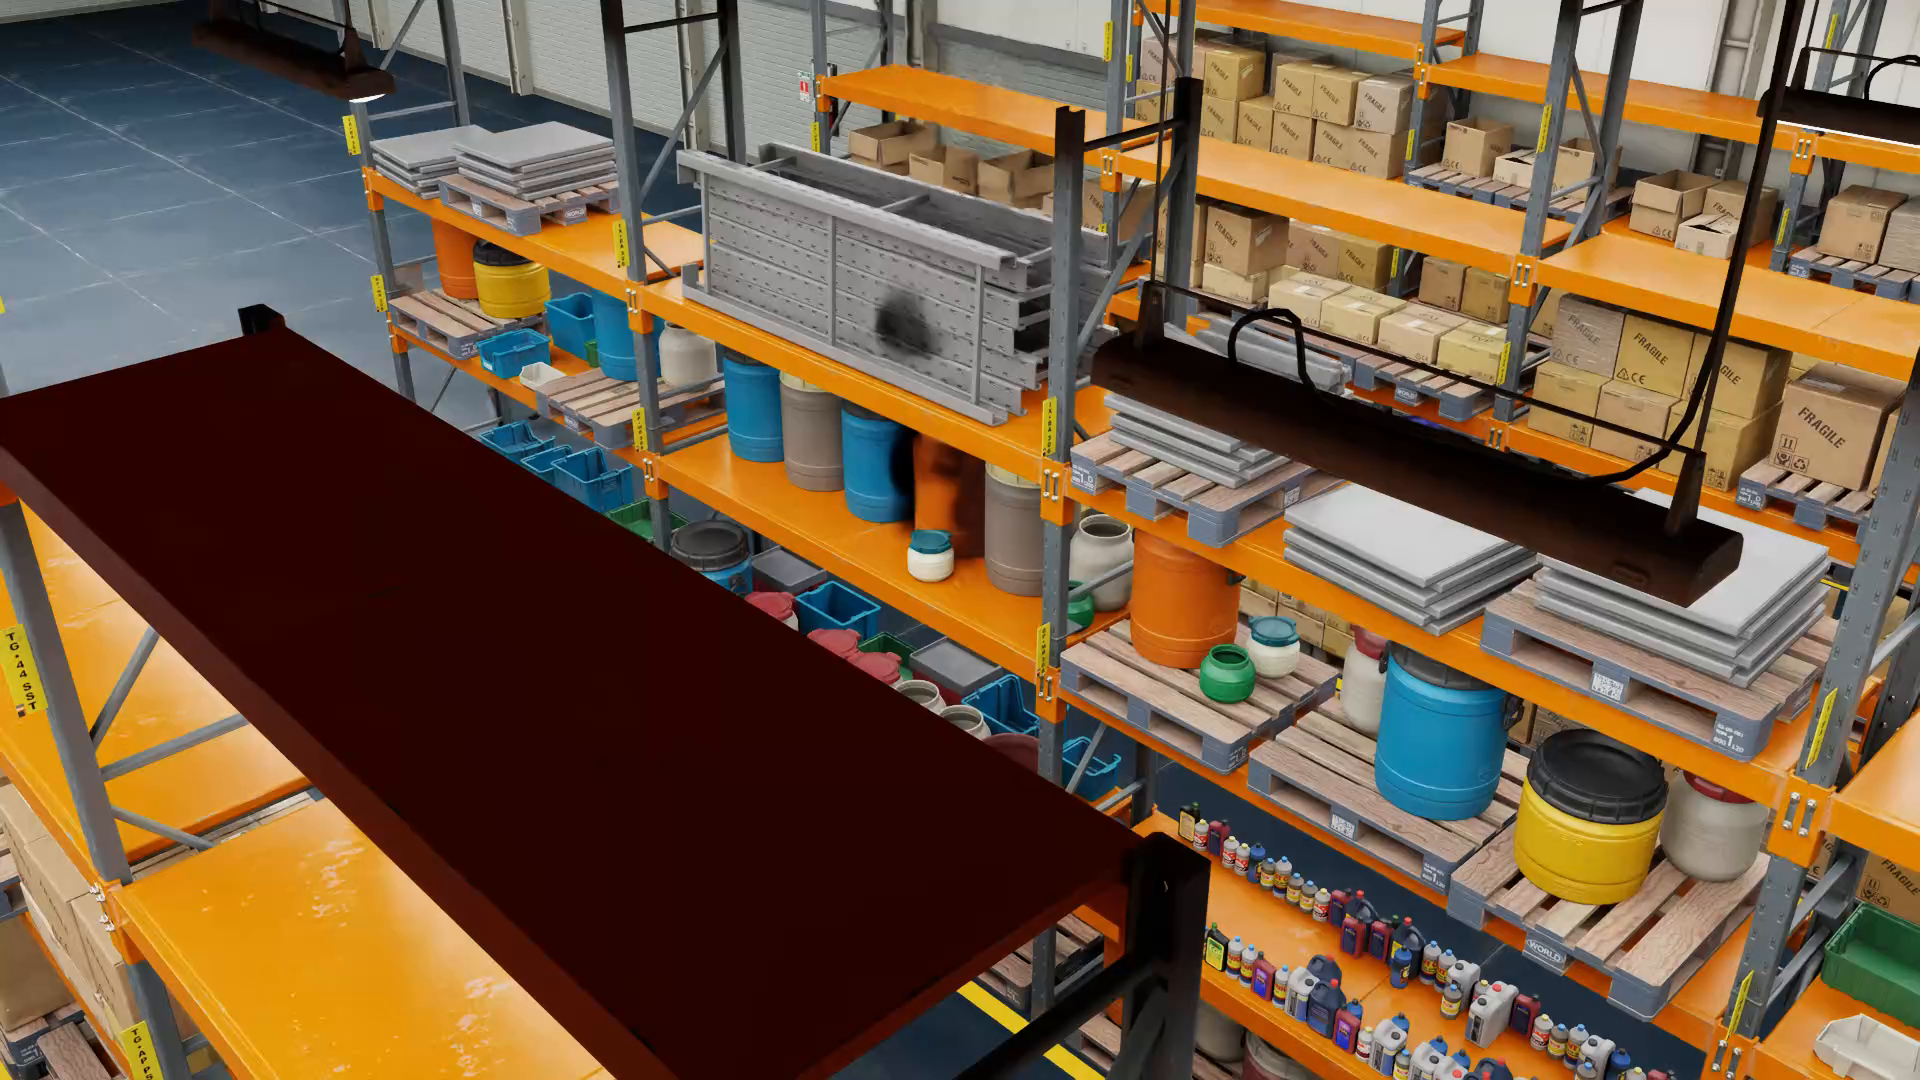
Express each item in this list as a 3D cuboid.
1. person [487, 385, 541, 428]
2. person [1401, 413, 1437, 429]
[{"bbox_3d":[-5.120,-2.068,18.893,0.786,1.789,0.671,-9,29,-16],"label":"person"},{"bbox_3d":[4.437,-0.682,16.411,0.727,1.650,0.585,25,37,38],"label":"person"}]
